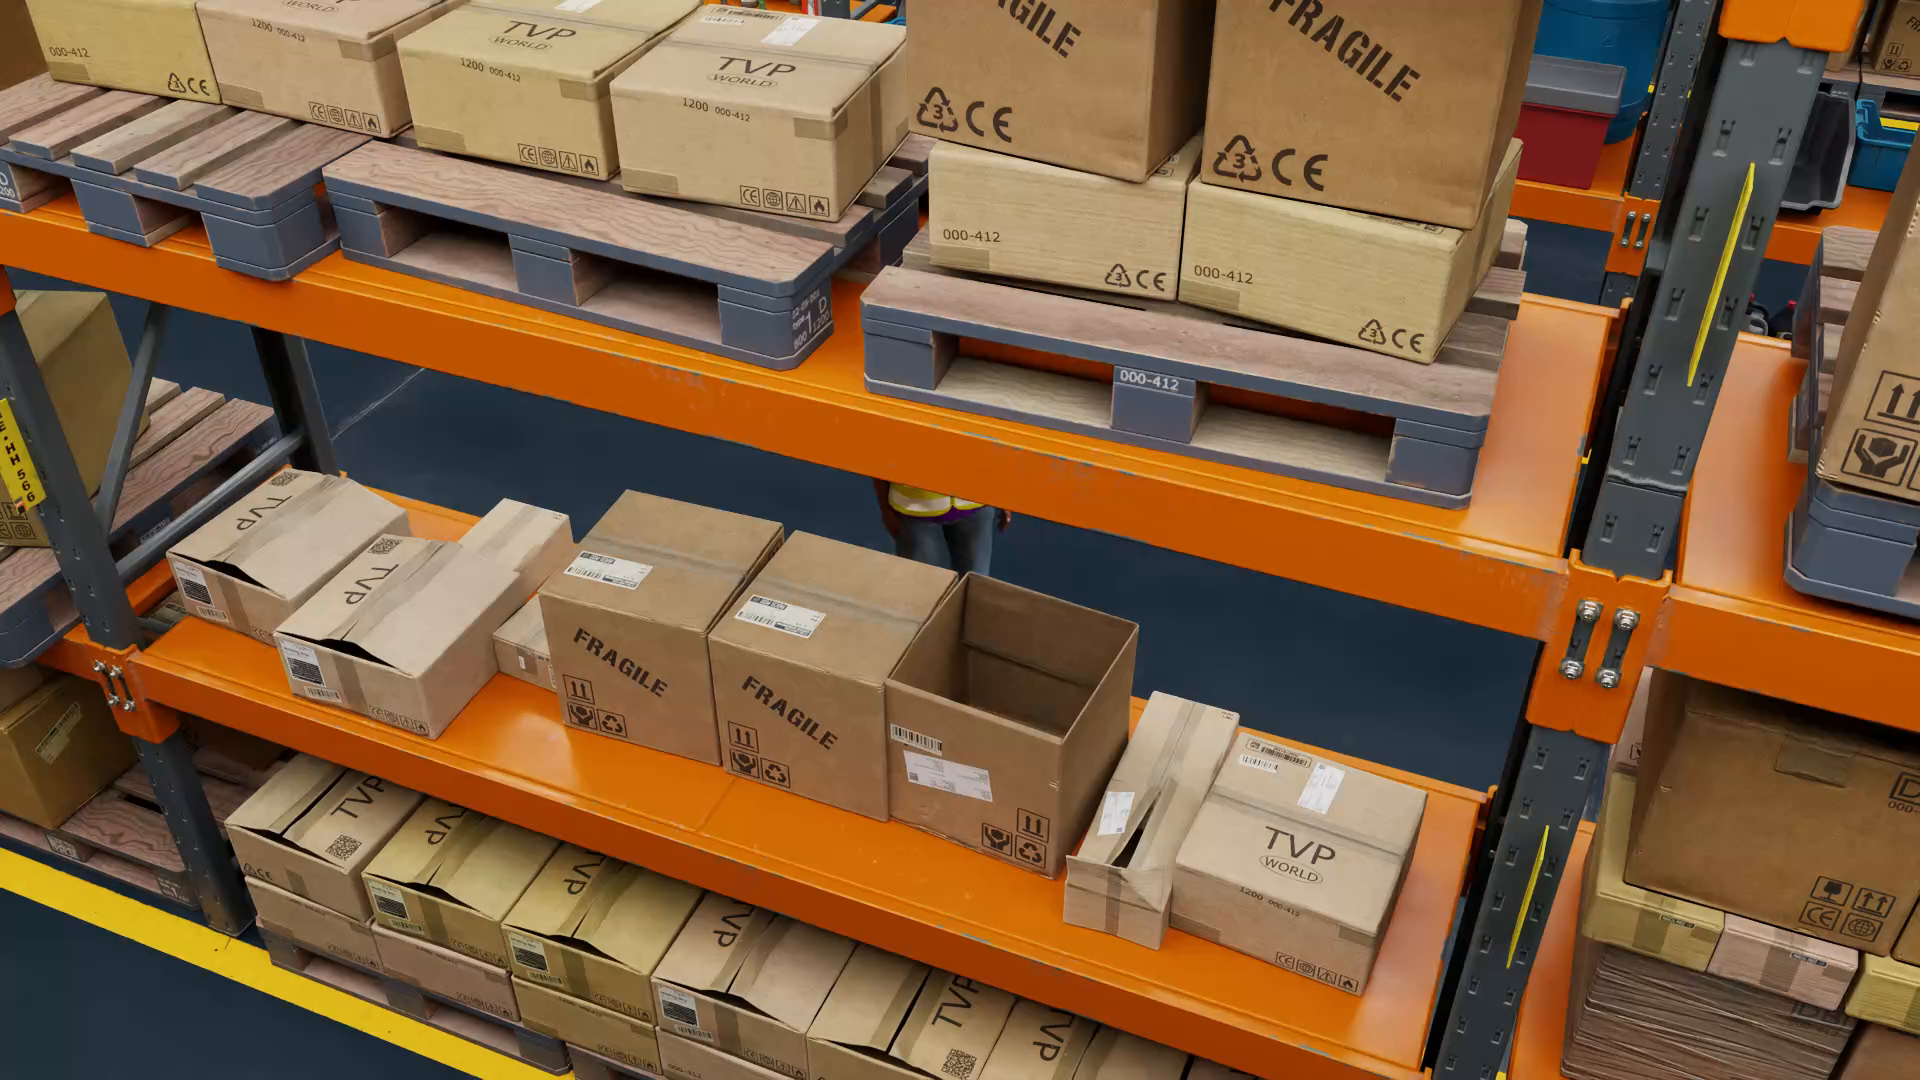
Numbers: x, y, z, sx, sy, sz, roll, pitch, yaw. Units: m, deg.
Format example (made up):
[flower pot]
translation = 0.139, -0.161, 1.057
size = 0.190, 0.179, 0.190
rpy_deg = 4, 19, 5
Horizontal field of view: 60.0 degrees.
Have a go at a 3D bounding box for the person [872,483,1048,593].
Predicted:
[person]
translation = -0.005, 0.099, 6.450
size = 0.622, 1.224, 0.839
rpy_deg = -12, 39, -16
